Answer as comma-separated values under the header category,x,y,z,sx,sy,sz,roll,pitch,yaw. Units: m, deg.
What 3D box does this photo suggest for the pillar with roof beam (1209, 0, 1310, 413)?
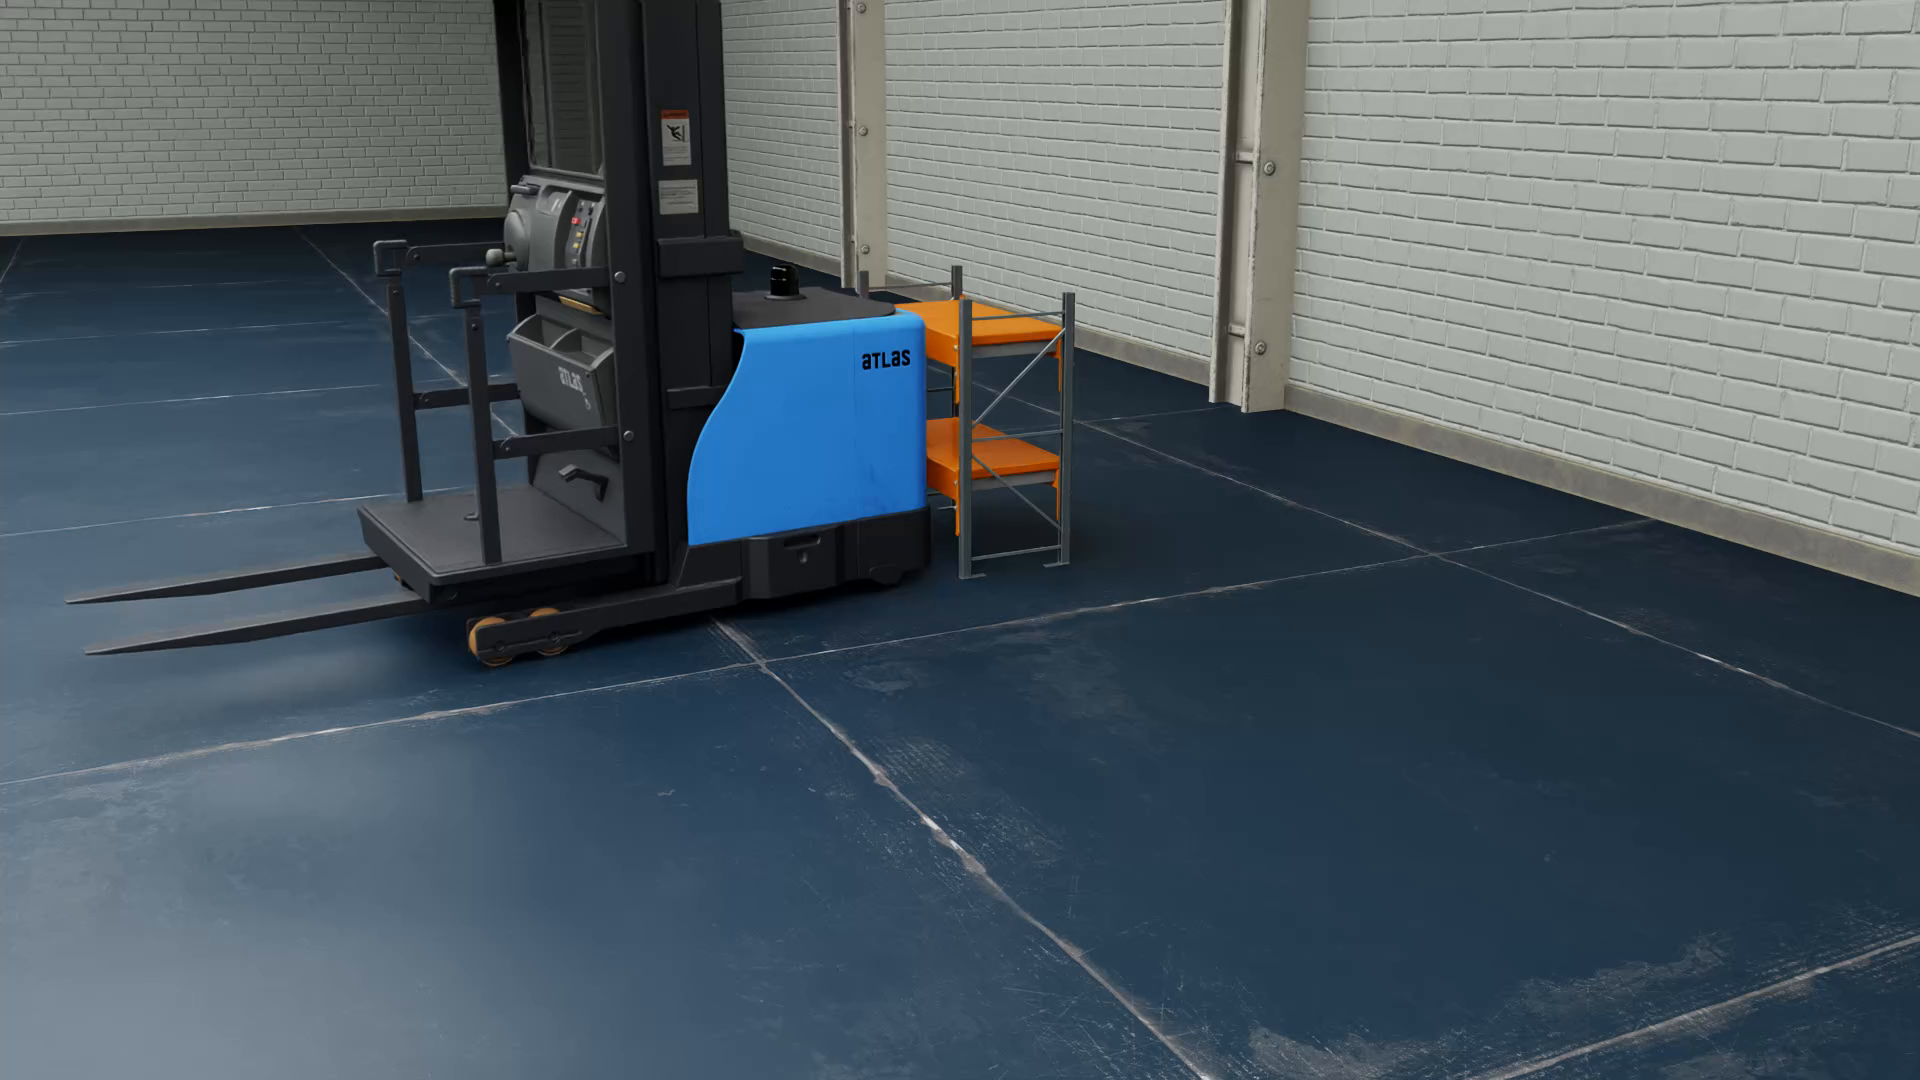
category,x,y,z,sx,sy,sz,roll,pitch,yaw
pillar with roof beam,-2.118,-4.629,7.069,9.100,9.000,0.400,-8,18,-25

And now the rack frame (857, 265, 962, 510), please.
category,x,y,z,sx,sy,sz,roll,pitch,yaw
rack frame,-0.220,-0.665,7.529,0.500,1.125,0.032,-8,18,-25

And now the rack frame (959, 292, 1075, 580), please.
category,x,y,z,sx,sy,sz,roll,pitch,yaw
rack frame,0.226,-0.413,6.650,0.500,1.125,0.032,-8,18,-25

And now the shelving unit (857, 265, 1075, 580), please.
category,x,y,z,sx,sy,sz,roll,pitch,yaw
shelving unit,0.003,-0.539,7.090,0.538,1.125,1.048,-8,18,-25

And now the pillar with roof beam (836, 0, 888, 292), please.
category,x,y,z,sx,sy,sz,roll,pitch,yaw
pillar with roof beam,-4.746,-6.117,12.253,9.100,9.000,0.400,-8,18,-25

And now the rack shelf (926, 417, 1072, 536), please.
category,x,y,z,sx,sy,sz,roll,pitch,yaw
rack shelf,0.003,-0.304,7.157,0.538,0.278,1.000,-8,18,-25

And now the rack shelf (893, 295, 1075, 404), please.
category,x,y,z,sx,sy,sz,roll,pitch,yaw
rack shelf,0.003,-0.820,7.009,0.538,0.278,1.000,-8,18,-25

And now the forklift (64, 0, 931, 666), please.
category,x,y,z,sx,sy,sz,roll,pitch,yaw
forklift,-1.637,-1.140,5.908,3.031,2.935,1.130,-10,19,-31
